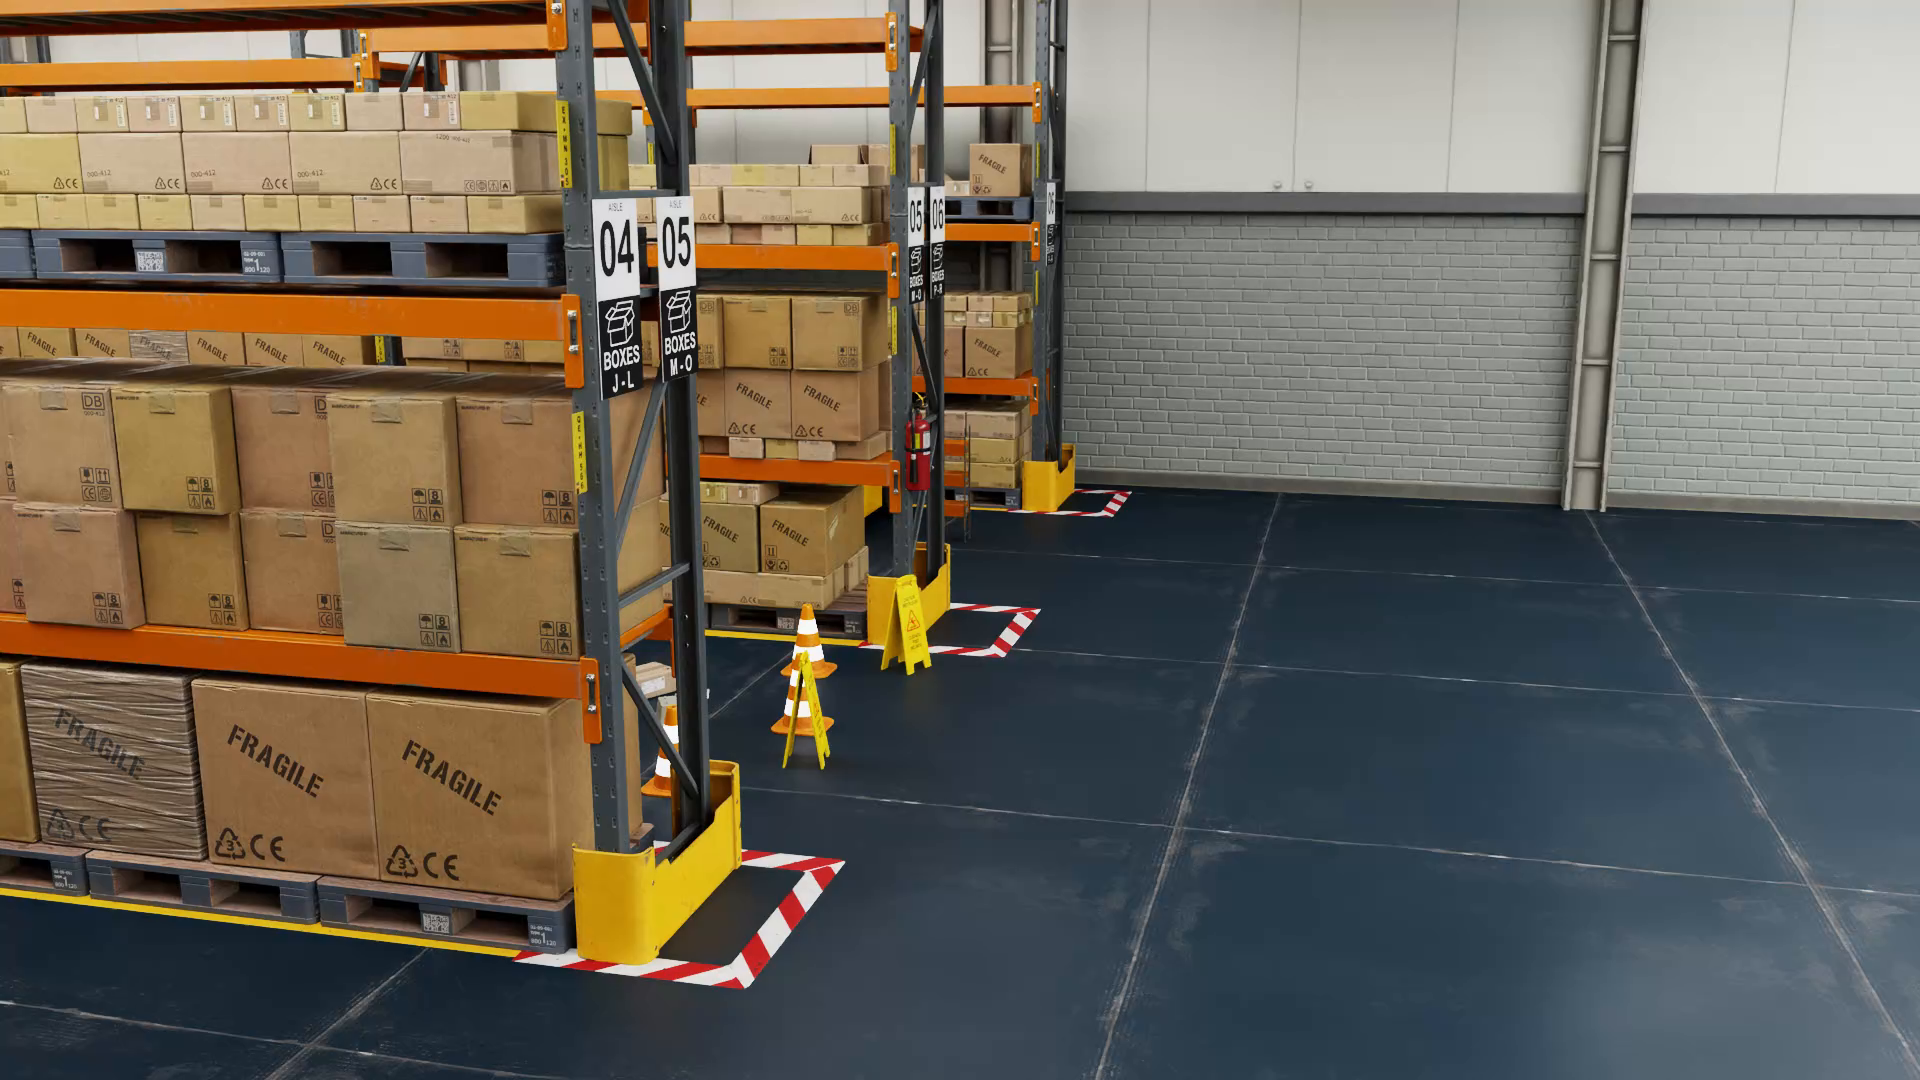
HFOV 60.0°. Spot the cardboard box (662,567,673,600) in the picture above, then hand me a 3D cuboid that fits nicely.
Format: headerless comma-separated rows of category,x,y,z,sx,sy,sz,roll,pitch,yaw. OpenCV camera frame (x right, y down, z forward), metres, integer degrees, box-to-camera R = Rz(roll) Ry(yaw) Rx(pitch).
cardboard box,-2.155,0.269,12.491,0.500,0.250,0.500,3,13,12

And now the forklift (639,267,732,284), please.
forklift,-2.736,-1.739,16.319,3.031,2.935,1.130,-3,13,-15

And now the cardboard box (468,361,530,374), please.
cardboard box,-3.326,-1.127,12.489,0.500,0.500,0.500,3,13,13

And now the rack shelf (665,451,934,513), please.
rack shelf,-2.237,-0.581,12.604,4.000,0.370,1.077,3,13,14

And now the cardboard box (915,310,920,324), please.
cardboard box,-0.515,-2.249,16.735,0.250,0.149,0.380,3,13,12

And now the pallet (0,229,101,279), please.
pallet,-4.475,-1.366,7.762,1.213,0.211,1.003,3,13,14

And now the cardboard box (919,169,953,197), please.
cardboard box,-0.233,-3.517,16.363,0.258,0.266,0.396,3,13,14

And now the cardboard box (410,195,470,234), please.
cardboard box,-2.032,-1.337,6.805,0.250,0.149,0.380,3,13,14

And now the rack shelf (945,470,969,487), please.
rack shelf,-0.052,-0.505,15.151,0.240,0.259,0.215,3,13,14

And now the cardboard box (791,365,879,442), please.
cardboard box,-0.888,-0.993,11.881,0.500,0.500,0.500,3,13,13

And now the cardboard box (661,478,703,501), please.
cardboard box,-2.007,-0.393,12.247,0.250,0.149,0.380,4,13,16

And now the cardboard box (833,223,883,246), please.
cardboard box,-0.709,-2.130,11.579,0.250,0.149,0.380,3,13,14

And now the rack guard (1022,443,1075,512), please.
rack guard,0.914,-0.651,17.029,0.348,0.500,1.175,3,13,14

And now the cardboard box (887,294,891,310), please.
cardboard box,-0.771,-2.403,16.738,0.250,0.149,0.380,3,13,15

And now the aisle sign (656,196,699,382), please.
aisle sign,-1.243,-1.111,7.329,0.004,0.787,0.394,3,13,14

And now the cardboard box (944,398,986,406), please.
cardboard box,-0.017,-1.313,17.313,0.500,0.250,0.500,3,13,14

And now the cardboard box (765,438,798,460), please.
cardboard box,-1.226,-0.688,12.005,0.250,0.149,0.380,3,13,13

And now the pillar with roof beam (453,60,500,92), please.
pillar with roof beam,-6.427,-4.433,14.454,0.400,9.000,9.100,3,13,14

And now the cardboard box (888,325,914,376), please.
cardboard box,-0.650,-1.947,16.869,0.500,0.500,0.500,3,13,12

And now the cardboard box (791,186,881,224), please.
cardboard box,-0.857,-2.335,11.582,0.500,0.250,0.500,3,13,13

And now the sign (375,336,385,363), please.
sign,-4.308,-1.484,12.342,0.005,0.325,0.100,3,13,14

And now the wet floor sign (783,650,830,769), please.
wet floor sign,-0.881,0.952,9.468,0.232,0.644,0.267,1,13,4

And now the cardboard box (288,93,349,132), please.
cardboard box,-2.534,-1.753,6.839,0.250,0.149,0.380,3,13,14

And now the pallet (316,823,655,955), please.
pallet,-2.178,1.554,7.758,1.213,0.211,1.003,3,13,14

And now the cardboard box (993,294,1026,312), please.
cardboard box,0.492,-2.357,16.535,0.250,0.149,0.380,3,13,14

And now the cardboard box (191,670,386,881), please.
cardboard box,-2.912,0.984,7.828,0.875,0.875,0.875,3,13,13

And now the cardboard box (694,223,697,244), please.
cardboard box,-1.945,-2.202,11.905,0.250,0.149,0.380,3,13,12

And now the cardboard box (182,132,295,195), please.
cardboard box,-2.898,-1.591,7.032,0.500,0.250,0.500,3,13,13

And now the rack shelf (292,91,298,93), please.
rack shelf,-8.819,-4.774,18.575,4.000,0.370,1.077,3,13,14

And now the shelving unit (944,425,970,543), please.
shelving unit,-0.052,-0.515,15.149,0.252,1.050,0.215,3,13,14

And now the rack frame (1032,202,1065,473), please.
rack frame,0.890,-1.872,16.764,0.127,3.000,1.000,3,13,14

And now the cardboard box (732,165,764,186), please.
cardboard box,-1.422,-2.570,11.721,0.250,0.149,0.380,3,13,14

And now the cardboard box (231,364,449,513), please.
cardboard box,-2.802,-0.477,7.634,0.550,0.550,0.875,3,13,14

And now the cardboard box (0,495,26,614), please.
cardboard box,-4.366,-0.023,8.080,0.550,0.550,0.875,3,13,14

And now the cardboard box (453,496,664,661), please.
cardboard box,-1.754,0.135,7.371,0.550,0.550,0.875,3,13,14

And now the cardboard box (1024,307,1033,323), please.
cardboard box,0.623,-2.310,17.008,0.250,0.149,0.380,3,13,12

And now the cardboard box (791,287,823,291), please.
cardboard box,-1.612,-2.587,17.572,0.250,0.149,0.380,3,13,13

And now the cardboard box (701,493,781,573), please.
cardboard box,-1.643,-0.070,12.289,0.500,0.500,0.500,4,13,16

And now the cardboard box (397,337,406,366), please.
cardboard box,-4.565,-1.520,13.287,0.500,0.500,0.500,3,13,15

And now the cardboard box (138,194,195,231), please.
cardboard box,-3.268,-1.403,7.103,0.250,0.149,0.380,3,13,14

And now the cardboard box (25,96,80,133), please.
cardboard box,-3.759,-1.819,7.135,0.250,0.149,0.380,3,13,13

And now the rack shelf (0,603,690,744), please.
rack shelf,-3.325,0.465,7.889,4.000,0.370,1.077,3,13,14

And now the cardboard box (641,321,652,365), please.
cardboard box,-2.304,-1.579,12.215,0.500,0.500,0.700,3,13,13

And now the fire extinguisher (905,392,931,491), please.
fire extinguisher,-0.295,-0.688,11.603,0.183,0.674,0.296,3,13,14

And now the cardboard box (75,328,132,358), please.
cardboard box,-6.656,-1.519,13.283,0.500,0.500,0.500,3,13,14

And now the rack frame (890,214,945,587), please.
rack frame,-0.295,-0.828,12.058,0.127,3.000,1.000,3,13,14

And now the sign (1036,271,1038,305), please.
sign,0.747,-2.440,16.102,0.005,0.325,0.100,3,13,14

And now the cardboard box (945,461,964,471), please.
cardboard box,-0.122,-0.721,16.952,0.500,0.250,0.500,3,13,14

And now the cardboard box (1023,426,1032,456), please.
cardboard box,0.483,-1.047,17.269,0.500,0.250,0.500,3,13,15
